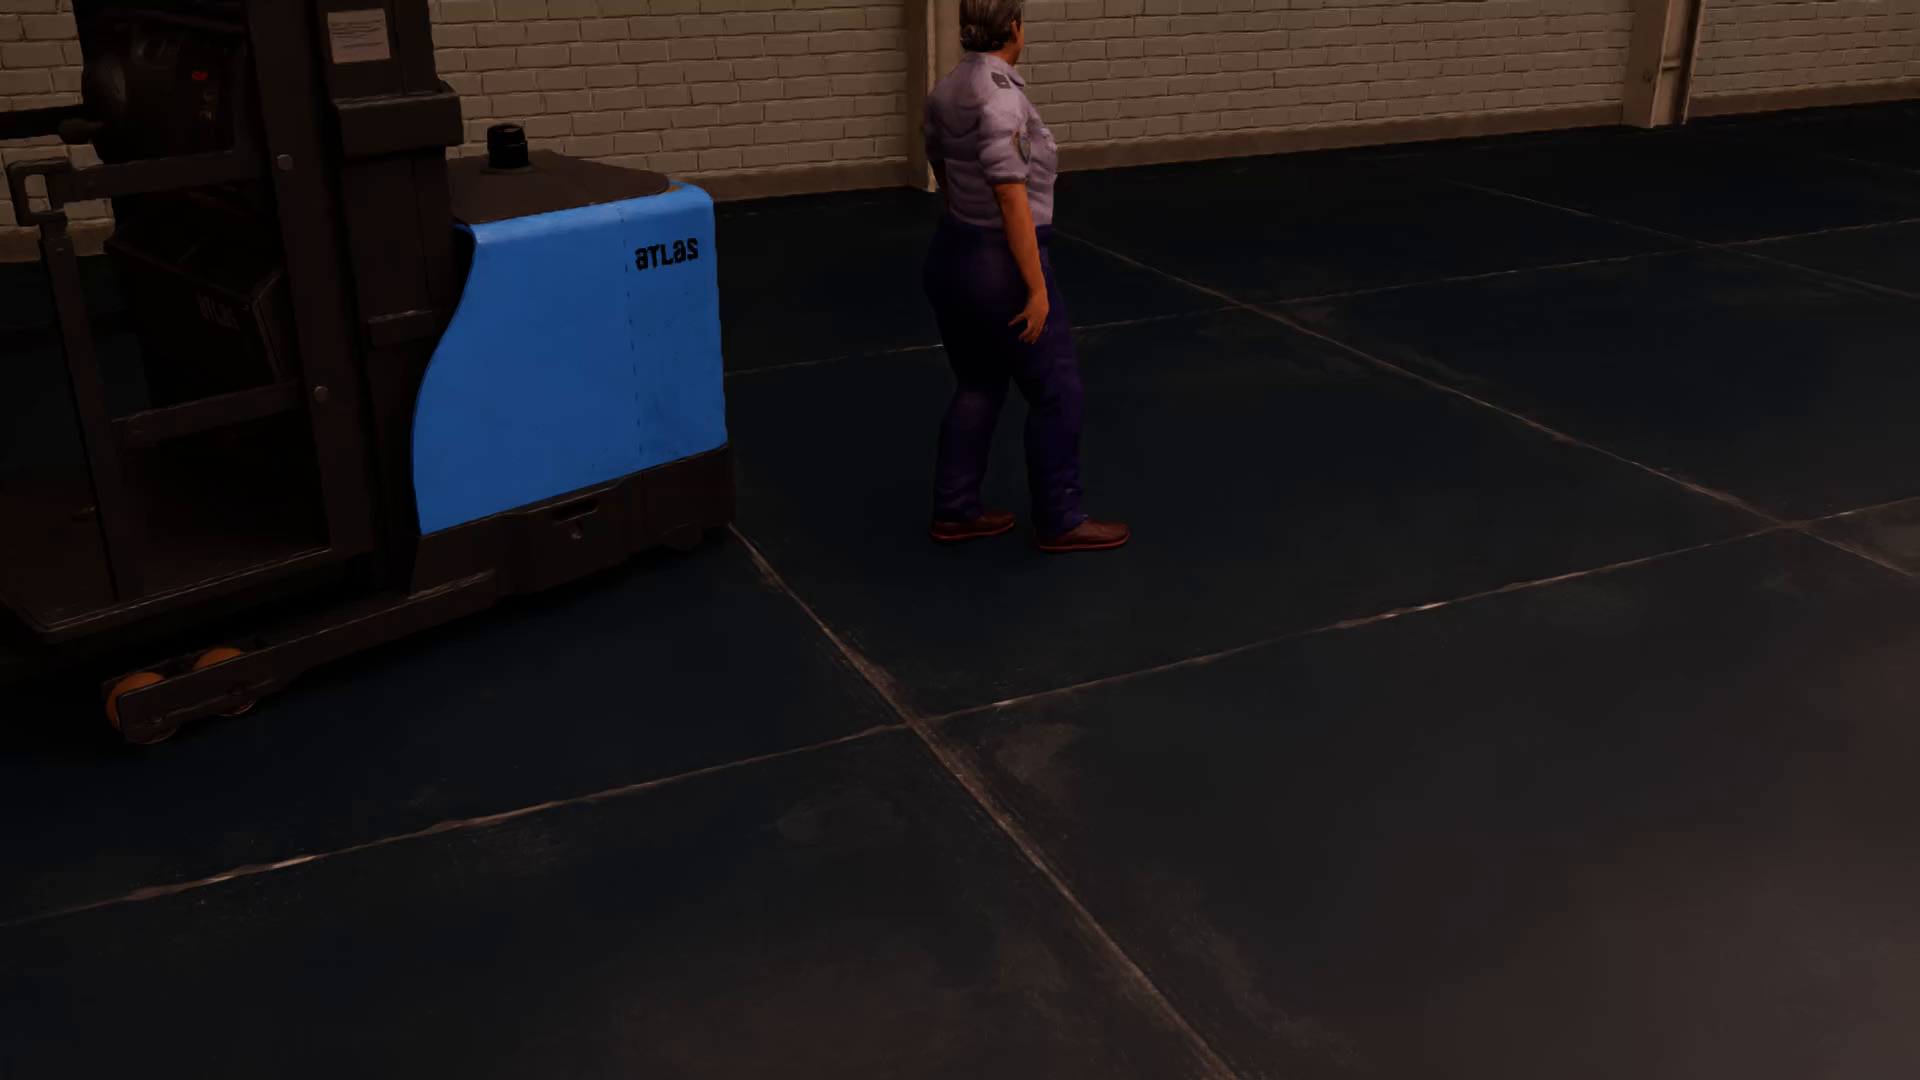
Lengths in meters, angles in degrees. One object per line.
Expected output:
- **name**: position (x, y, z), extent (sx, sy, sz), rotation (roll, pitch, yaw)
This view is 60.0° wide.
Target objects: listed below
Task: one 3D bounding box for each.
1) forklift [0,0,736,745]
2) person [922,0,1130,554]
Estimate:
- **forklift**: position (-2.083, -1.092, 3.916), extent (1.130, 2.935, 3.031), rotation (21, 30, 41)
- **person**: position (0.175, -0.771, 4.852), extent (0.544, 1.624, 0.618), rotation (-12, 25, -27)
